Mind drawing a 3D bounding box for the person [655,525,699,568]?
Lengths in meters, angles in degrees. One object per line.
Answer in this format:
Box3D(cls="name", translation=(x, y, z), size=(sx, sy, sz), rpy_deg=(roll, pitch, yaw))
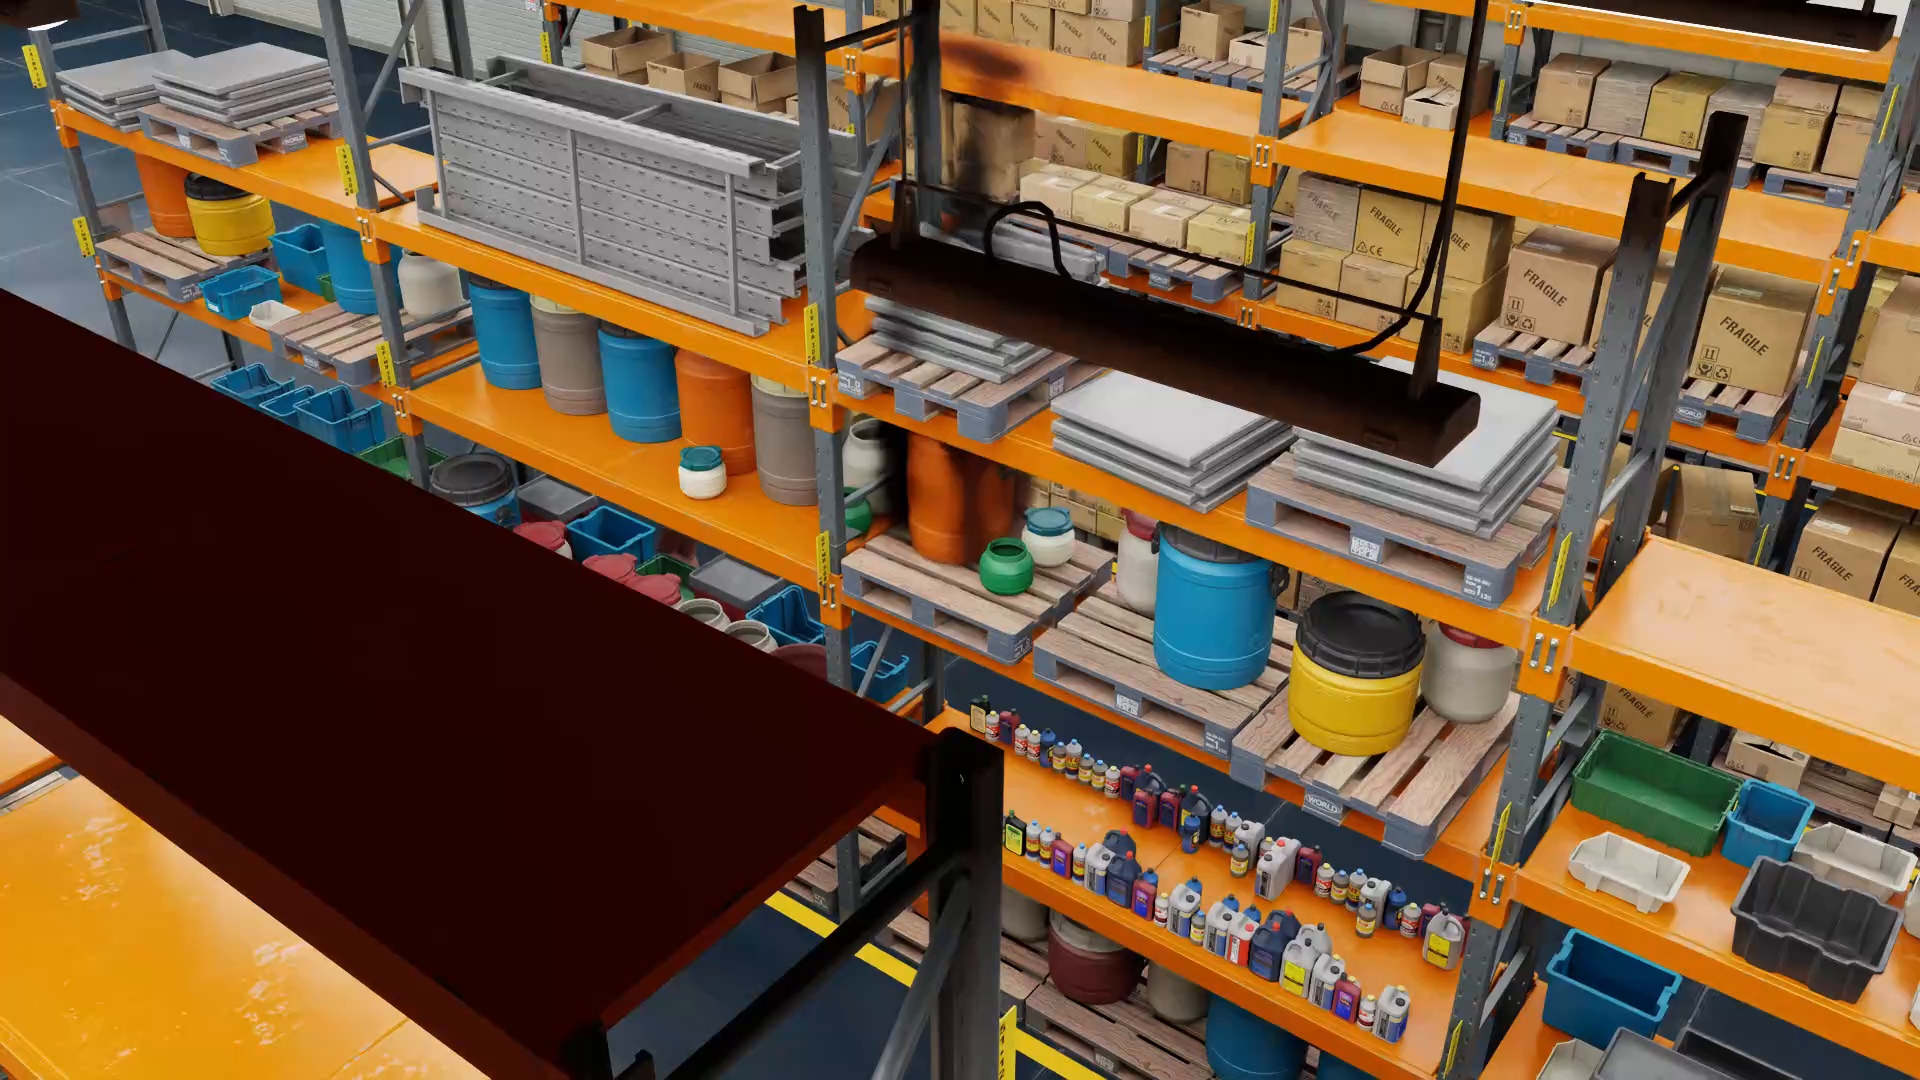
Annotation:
Box3D(cls="person", translation=(-2.326, -0.160, 13.981), size=(0.563, 1.639, 0.567), rpy_deg=(19, 36, 28))
